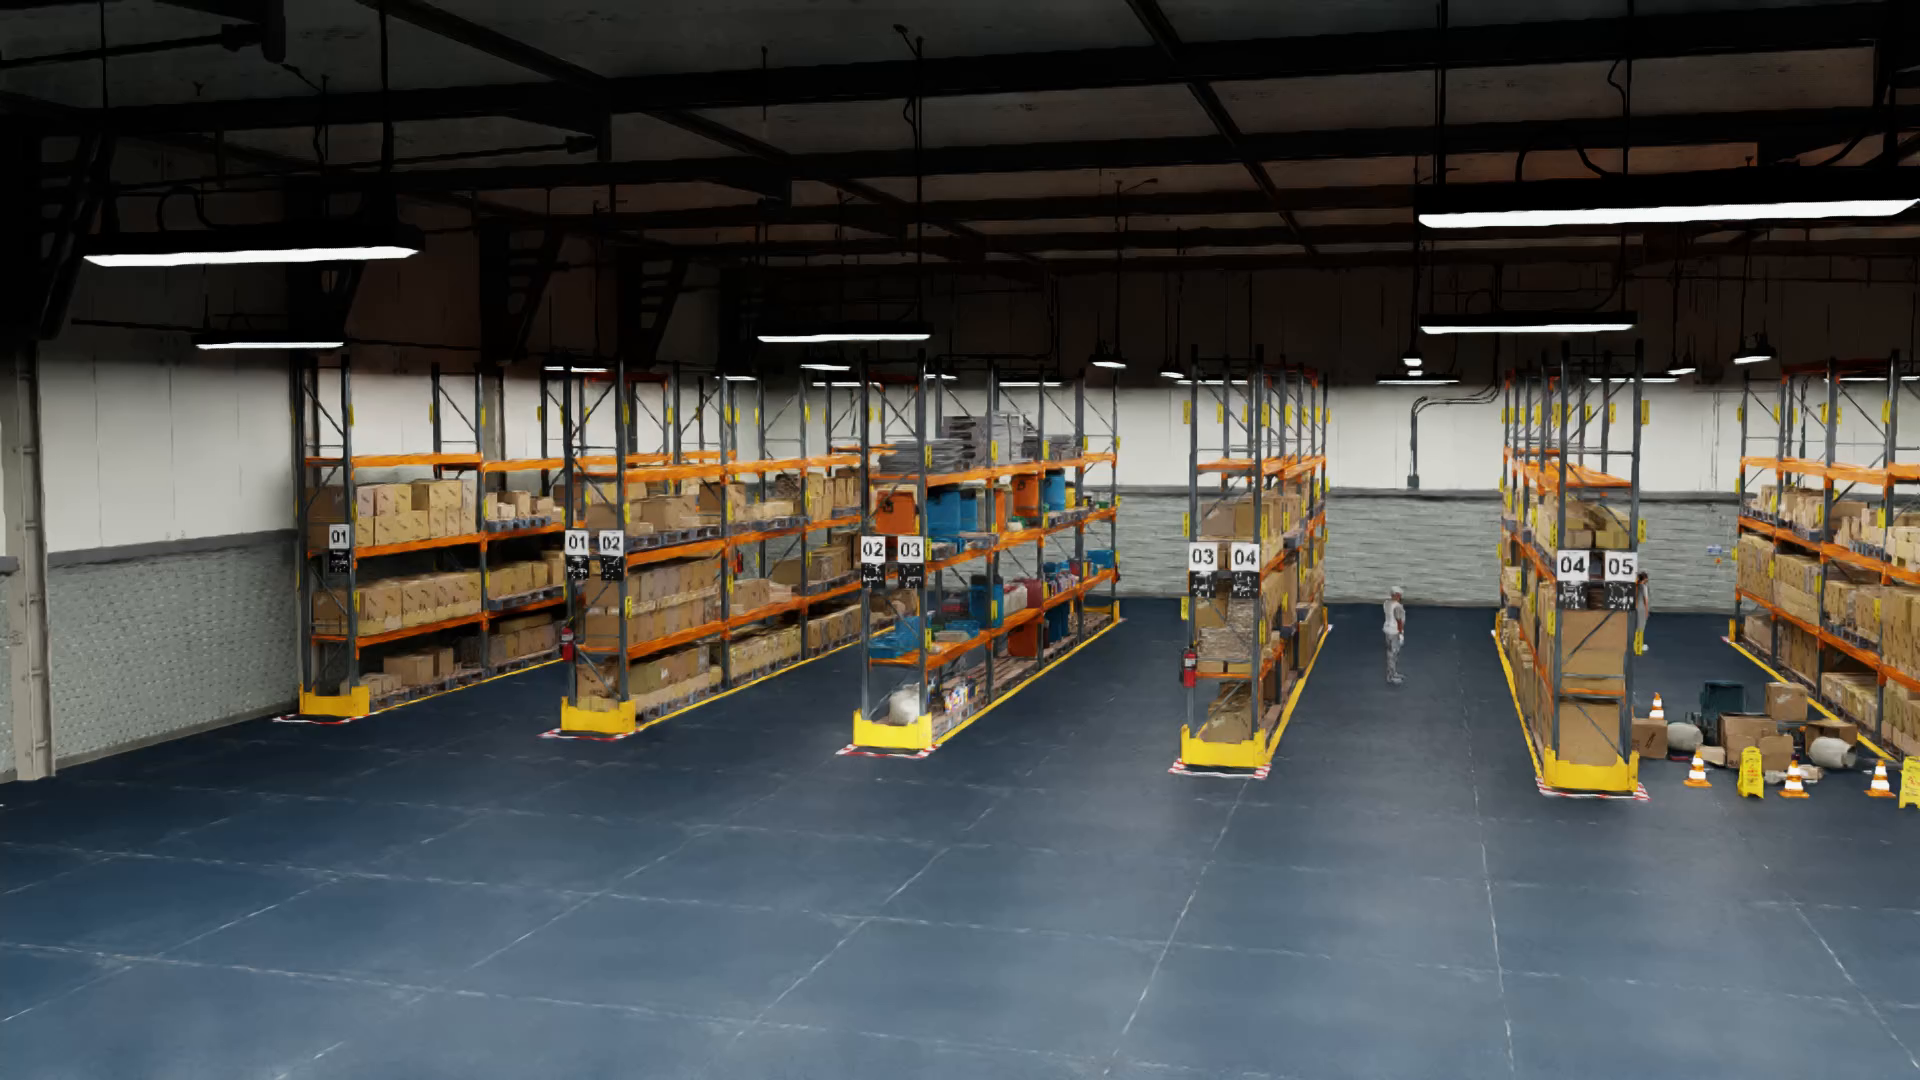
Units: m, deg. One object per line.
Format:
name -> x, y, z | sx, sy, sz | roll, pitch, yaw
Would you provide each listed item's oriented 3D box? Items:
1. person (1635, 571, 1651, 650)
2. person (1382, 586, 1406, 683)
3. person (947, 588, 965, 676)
person -> 14.538, 1.495, 35.406 | 0.391, 1.673, 0.558 | 0, 4, 4
person -> 8.195, 1.749, 31.237 | 0.477, 1.789, 0.634 | -1, 4, -10
person -> -0.086, 1.763, 32.052 | 0.486, 1.666, 0.653 | 1, 5, 19
